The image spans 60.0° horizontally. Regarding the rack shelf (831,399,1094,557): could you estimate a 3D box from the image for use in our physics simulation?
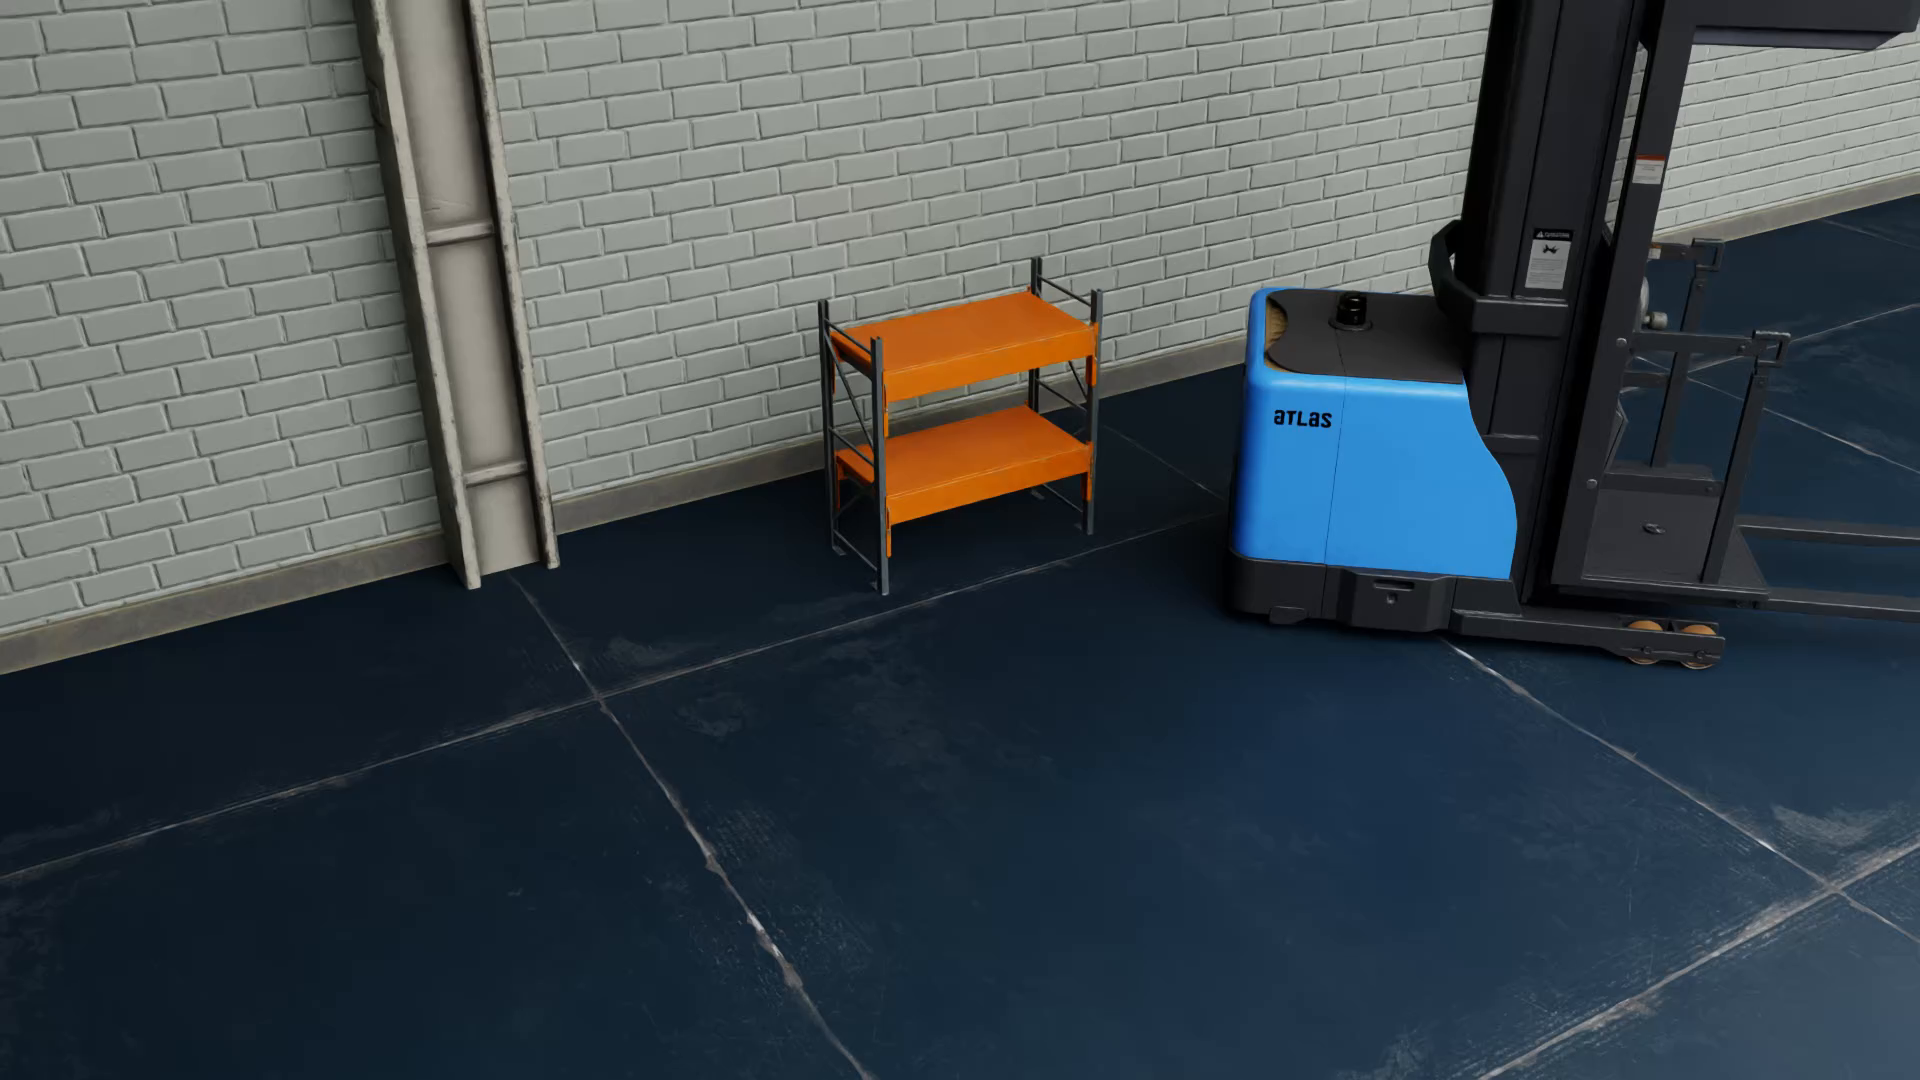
[{"bbox_3d":[0.006,-0.280,7.099,1.000,0.278,0.538,-16,33,-26],"label":"rack shelf"}]

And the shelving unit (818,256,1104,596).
[{"bbox_3d":[0.006,-0.494,6.981,1.048,1.125,0.538,-16,33,-26],"label":"shelving unit"}]

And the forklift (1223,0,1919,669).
[{"bbox_3d":[2.623,-1.067,6.151,3.031,2.935,1.130,5,29,8],"label":"forklift"}]

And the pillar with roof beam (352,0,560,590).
[{"bbox_3d":[0.240,-2.051,1.654,0.400,9.000,9.100,-16,33,-26],"label":"pillar with roof beam"}]

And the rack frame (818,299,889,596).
[{"bbox_3d":[-0.432,-0.370,6.756,0.032,1.125,0.500,-16,33,-26],"label":"rack frame"}]

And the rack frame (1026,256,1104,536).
[{"bbox_3d":[0.444,-0.619,7.207,0.032,1.125,0.500,-16,33,-26],"label":"rack frame"}]

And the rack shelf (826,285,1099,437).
[{"bbox_3d":[0.006,-0.750,6.840,1.000,0.278,0.538,-16,33,-26],"label":"rack shelf"}]
